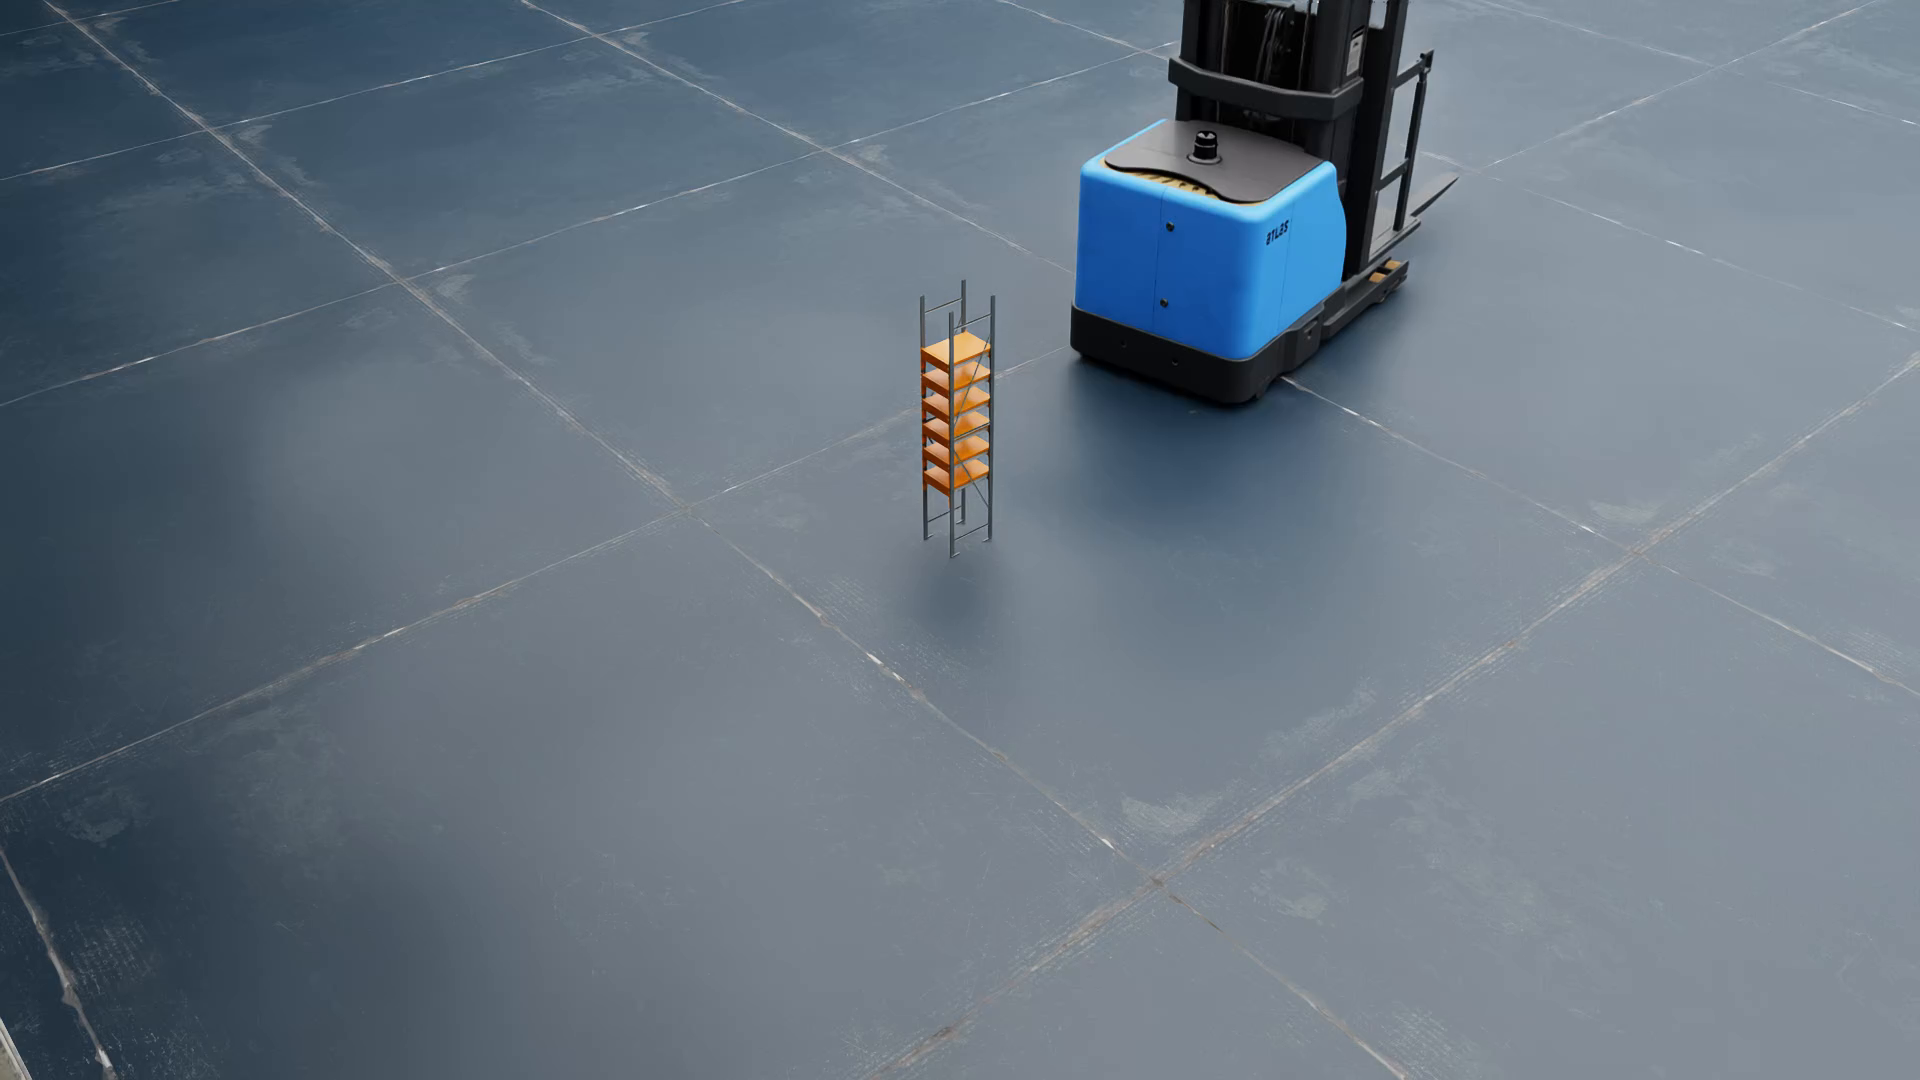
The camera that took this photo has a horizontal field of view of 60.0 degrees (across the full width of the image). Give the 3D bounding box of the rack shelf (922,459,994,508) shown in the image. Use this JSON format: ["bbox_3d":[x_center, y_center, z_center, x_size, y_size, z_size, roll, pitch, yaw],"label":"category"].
[{"bbox_3d":[-0.009,-0.264,7.209,0.258,0.103,0.180,-26,43,-32],"label":"rack shelf"}]

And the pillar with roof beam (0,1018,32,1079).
[{"bbox_3d":[1.439,-2.861,3.636,9.100,9.000,0.400,-26,43,-32],"label":"pillar with roof beam"}]

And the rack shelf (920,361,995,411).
[{"bbox_3d":[-0.009,-0.656,6.931,0.258,0.103,0.180,-26,43,-32],"label":"rack shelf"}]

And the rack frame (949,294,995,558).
[{"bbox_3d":[0.050,-0.456,6.987,0.240,1.200,0.006,-26,43,-32],"label":"rack frame"}]

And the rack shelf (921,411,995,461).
[{"bbox_3d":[-0.009,-0.460,7.070,0.258,0.103,0.180,-26,43,-32],"label":"rack shelf"}]

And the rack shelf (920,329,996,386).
[{"bbox_3d":[-0.009,-0.754,6.862,0.258,0.103,0.180,-26,43,-32],"label":"rack shelf"}]

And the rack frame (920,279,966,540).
[{"bbox_3d":[-0.068,-0.536,7.102,0.240,1.200,0.006,-26,43,-32],"label":"rack frame"}]

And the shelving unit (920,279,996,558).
[{"bbox_3d":[-0.009,-0.496,7.045,0.258,1.200,0.189,-26,43,-32],"label":"shelving unit"}]

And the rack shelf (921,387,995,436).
[{"bbox_3d":[-0.009,-0.558,7.001,0.258,0.103,0.180,-26,43,-32],"label":"rack shelf"}]

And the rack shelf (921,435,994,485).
[{"bbox_3d":[-0.009,-0.362,7.140,0.258,0.103,0.180,-26,43,-32],"label":"rack shelf"}]

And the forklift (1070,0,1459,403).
[{"bbox_3d":[1.865,-2.667,8.612,1.130,2.935,3.031,24,42,30],"label":"forklift"}]
